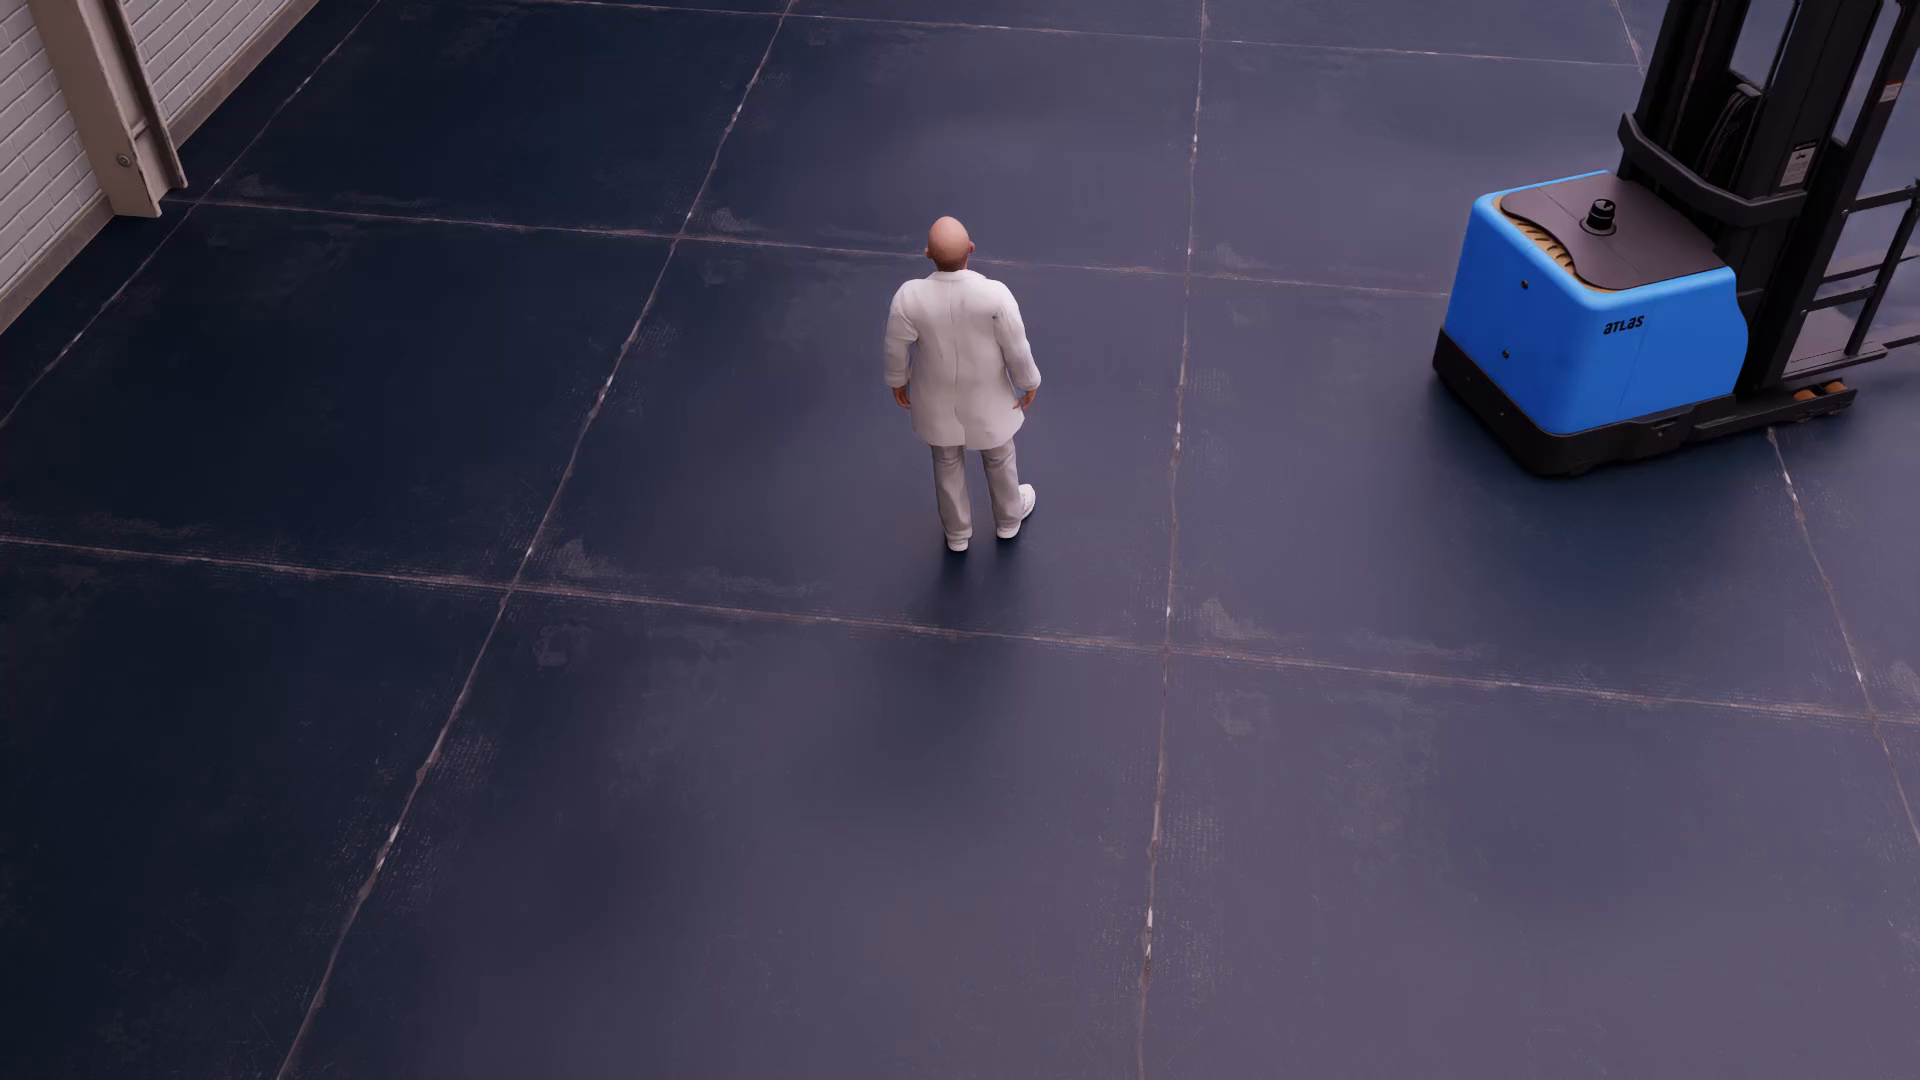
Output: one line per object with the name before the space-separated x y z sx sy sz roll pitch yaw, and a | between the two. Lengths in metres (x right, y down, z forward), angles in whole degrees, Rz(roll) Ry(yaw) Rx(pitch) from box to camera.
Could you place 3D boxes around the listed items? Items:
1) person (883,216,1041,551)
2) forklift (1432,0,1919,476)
person | 0.017 -0.720 7.350 0.696 1.775 0.581 5 43 6
forklift | 4.070 -2.007 7.909 3.031 2.935 1.130 -14 44 -15
